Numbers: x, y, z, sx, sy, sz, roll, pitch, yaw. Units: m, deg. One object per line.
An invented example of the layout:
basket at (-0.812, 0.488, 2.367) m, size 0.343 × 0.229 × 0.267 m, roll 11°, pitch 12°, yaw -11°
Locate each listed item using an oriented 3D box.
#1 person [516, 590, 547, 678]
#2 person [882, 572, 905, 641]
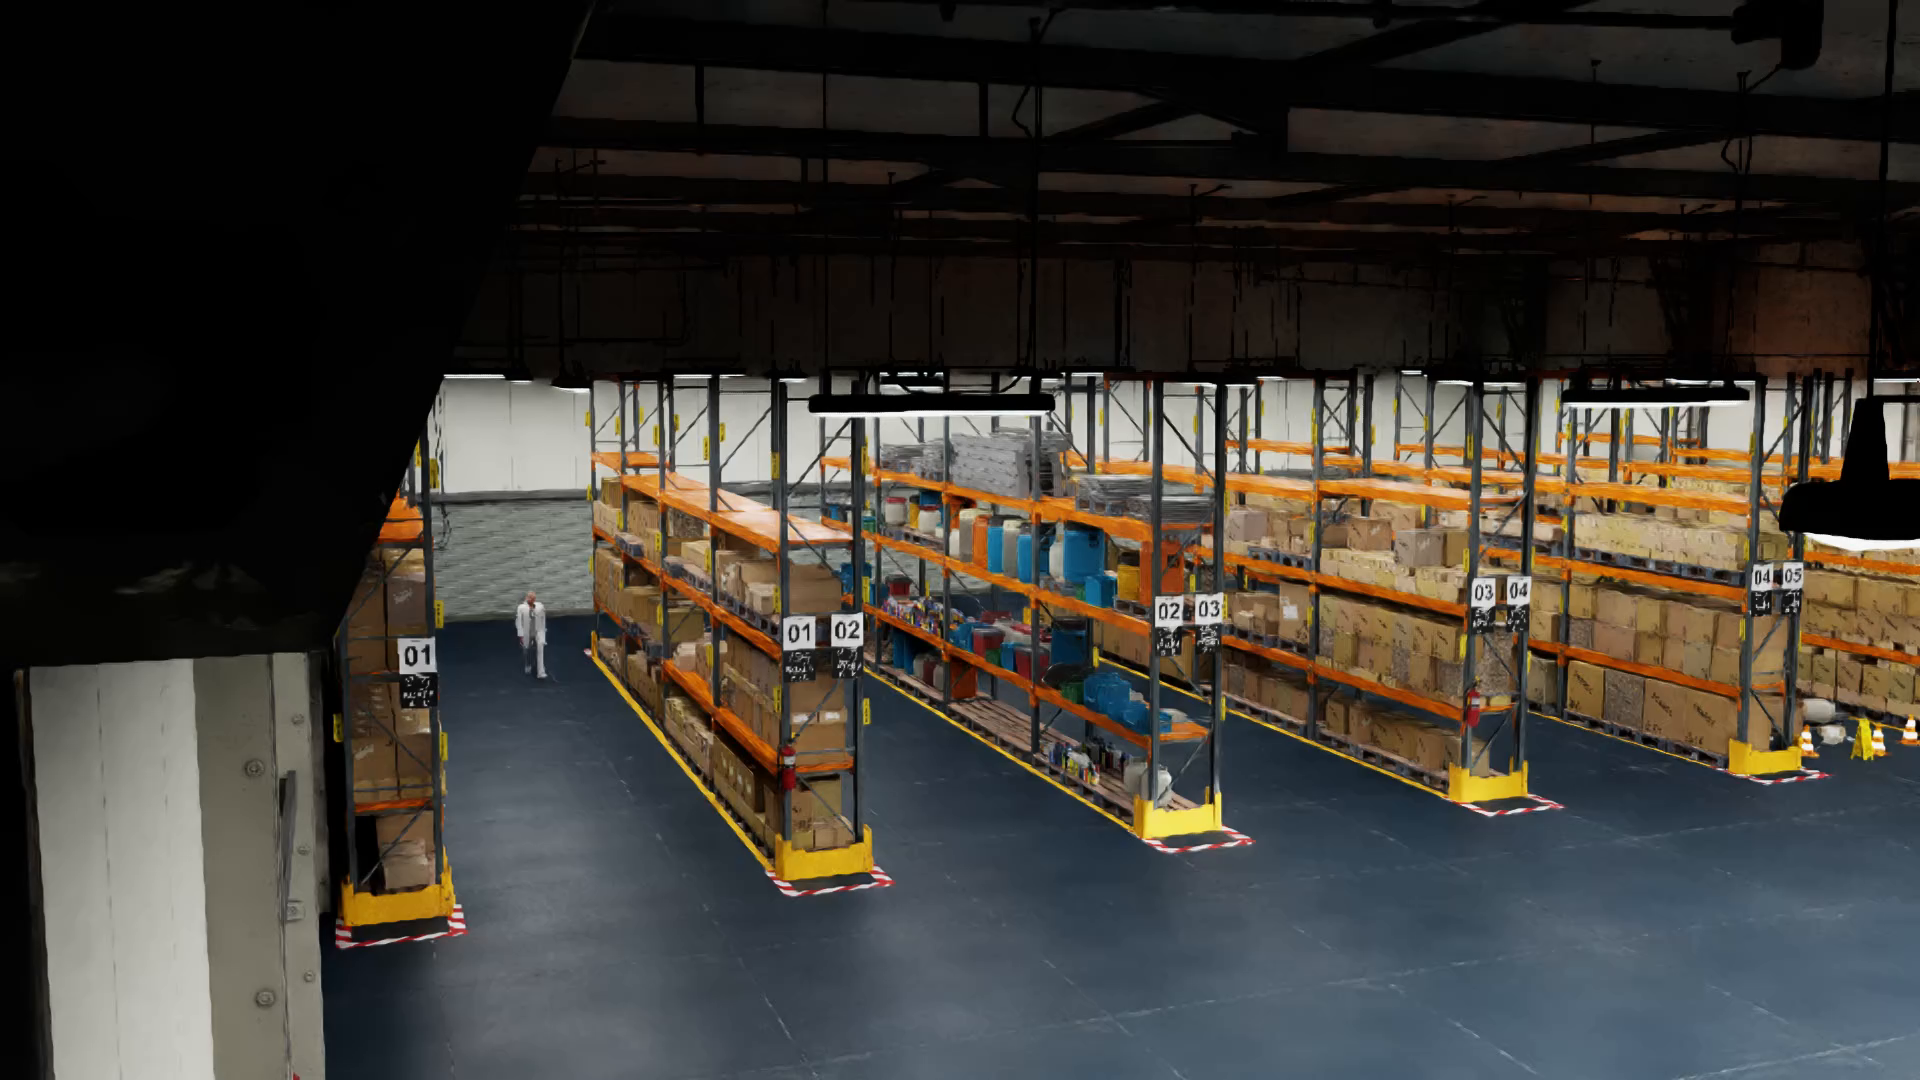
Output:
person at (-8.412, 1.827, 32.662) m, size 0.591 × 1.698 × 1.194 m, roll -2°, pitch 7°, yaw -18°
person at (-1.332, 1.502, 35.870) m, size 0.683 × 1.661 × 0.843 m, roll -5°, pitch 8°, yaw -36°
